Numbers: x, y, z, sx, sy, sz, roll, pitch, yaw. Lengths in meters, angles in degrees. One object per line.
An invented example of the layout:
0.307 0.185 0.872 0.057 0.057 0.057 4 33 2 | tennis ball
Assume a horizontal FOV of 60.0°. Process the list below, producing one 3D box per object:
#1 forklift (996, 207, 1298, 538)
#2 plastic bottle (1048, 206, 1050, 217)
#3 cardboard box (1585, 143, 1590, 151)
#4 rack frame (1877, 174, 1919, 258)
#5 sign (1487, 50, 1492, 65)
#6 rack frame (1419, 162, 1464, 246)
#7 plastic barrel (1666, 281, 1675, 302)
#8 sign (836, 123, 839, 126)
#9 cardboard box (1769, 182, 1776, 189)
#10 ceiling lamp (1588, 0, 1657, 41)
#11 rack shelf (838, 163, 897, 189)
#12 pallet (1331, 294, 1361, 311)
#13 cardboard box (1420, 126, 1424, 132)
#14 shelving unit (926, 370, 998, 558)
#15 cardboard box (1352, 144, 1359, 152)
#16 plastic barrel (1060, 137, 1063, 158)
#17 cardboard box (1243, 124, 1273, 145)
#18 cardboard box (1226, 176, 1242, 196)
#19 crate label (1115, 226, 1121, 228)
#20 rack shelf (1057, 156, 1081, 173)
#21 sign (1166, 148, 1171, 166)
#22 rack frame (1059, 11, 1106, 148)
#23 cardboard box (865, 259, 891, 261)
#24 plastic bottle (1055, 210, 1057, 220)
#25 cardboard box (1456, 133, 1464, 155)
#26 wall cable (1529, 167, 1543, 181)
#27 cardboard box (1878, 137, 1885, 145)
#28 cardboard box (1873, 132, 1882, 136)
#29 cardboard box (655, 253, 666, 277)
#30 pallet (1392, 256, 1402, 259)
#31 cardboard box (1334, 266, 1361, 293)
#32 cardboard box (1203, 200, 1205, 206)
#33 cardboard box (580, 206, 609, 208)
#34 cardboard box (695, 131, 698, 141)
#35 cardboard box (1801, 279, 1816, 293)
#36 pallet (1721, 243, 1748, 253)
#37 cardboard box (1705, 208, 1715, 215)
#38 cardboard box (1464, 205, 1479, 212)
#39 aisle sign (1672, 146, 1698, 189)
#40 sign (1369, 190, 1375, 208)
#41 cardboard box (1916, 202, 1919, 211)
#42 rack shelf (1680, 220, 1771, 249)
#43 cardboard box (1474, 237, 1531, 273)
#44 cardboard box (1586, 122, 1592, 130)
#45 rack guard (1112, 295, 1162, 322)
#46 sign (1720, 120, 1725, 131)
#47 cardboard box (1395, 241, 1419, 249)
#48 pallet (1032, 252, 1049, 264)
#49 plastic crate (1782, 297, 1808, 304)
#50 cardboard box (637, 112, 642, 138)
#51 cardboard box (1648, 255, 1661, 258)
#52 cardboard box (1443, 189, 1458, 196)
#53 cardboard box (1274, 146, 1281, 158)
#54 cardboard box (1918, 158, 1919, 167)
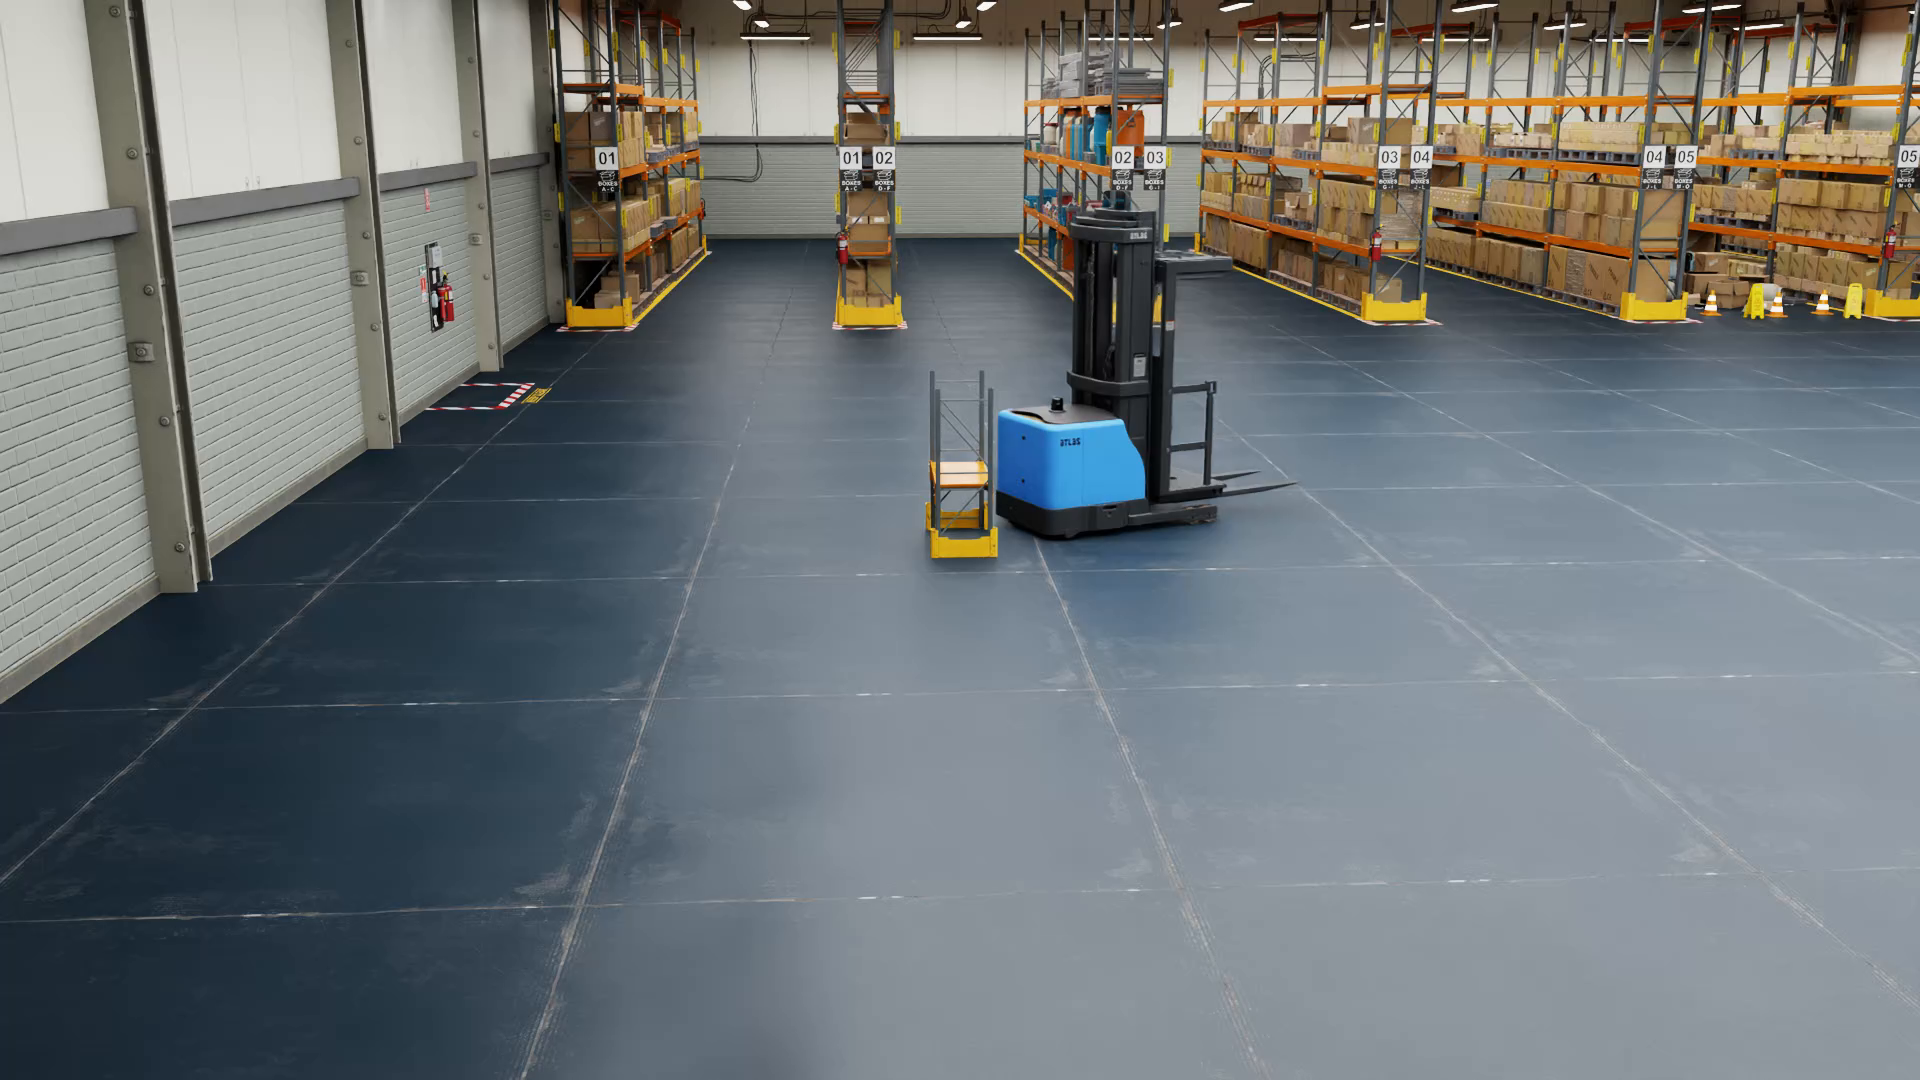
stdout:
1.888 -1.674 15.876 3.031 2.935 1.130 -8 16 -27 | forklift
2.240 -8.056 40.790 0.152 0.276 0.135 -1 14 -3 | plastic bottle
12.679 -7.834 33.117 0.380 0.149 0.250 -1 14 -3 | cardboard box
22.556 -7.837 39.690 1.000 3.000 0.127 -1 14 -3 | rack frame
12.126 -11.043 38.079 0.100 0.325 0.005 -1 14 -3 | sign
12.420 -8.653 42.861 1.000 3.000 0.127 -1 14 -3 | rack frame
14.517 -5.157 34.444 0.512 0.421 0.421 10 18 35 | plastic barrel
-2.470 -8.305 33.818 0.100 0.325 0.005 -1 14 -3 | sign
18.003 -7.866 36.860 0.380 0.149 0.250 0 14 0 | cardboard box
19.570 -16.190 48.399 2.000 3.185 0.800 -1 14 -3 | ceiling lamp
-1.805 -7.067 32.120 1.077 0.370 4.000 -1 14 -3 | rack shelf
8.114 -4.791 33.446 1.003 0.211 1.213 -1 14 -3 | pallet
12.101 -10.607 42.935 0.380 0.149 0.250 -1 14 -2 | cardboard box
0.005 -0.707 14.989 0.587 1.500 1.083 -1 14 -3 | shelving unit
7.804 -7.578 32.165 0.380 0.149 0.250 -2 15 -6 | cardboard box
2.481 -8.955 37.791 0.421 0.512 0.421 0 14 0 | plastic barrel
7.509 -10.162 41.662 0.700 0.500 0.500 -1 14 -2 | cardboard box
7.168 -9.146 42.977 0.500 0.500 0.500 0 14 -2 | cardboard box
2.879 -6.011 32.523 0.502 0.435 0.616 -1 14 -3 | crate label
2.891 -8.137 36.280 1.077 0.370 4.000 -1 14 -3 | rack shelf
3.812 -7.005 30.418 0.100 0.325 0.005 -1 14 -3 | sign
2.767 -10.436 37.750 1.000 3.000 0.127 -1 14 -3 | rack frame
-1.628 -5.334 33.132 0.500 0.500 0.500 -1 14 -3 | cardboard box
2.301 -7.697 39.403 0.097 0.271 0.097 0 14 0 | plastic bottle
12.308 -9.546 40.111 0.500 0.500 0.500 -1 14 -3 | cardboard box
18.148 -11.668 52.540 0.588 1.984 0.122 -1 14 -3 | wall cable
17.804 -7.632 31.775 0.380 0.149 0.250 -1 14 -2 | cardboard box
22.261 -9.768 40.078 0.380 0.149 0.250 -1 14 -5 | cardboard box
-7.024 -6.202 37.467 0.700 0.500 0.500 -1 14 -3 | cardboard box
12.264 -7.773 45.037 1.003 0.211 1.213 -1 14 -3 | pallet
7.986 -5.362 34.245 0.500 0.500 0.500 4 15 14 | cardboard box
6.925 -9.317 45.948 0.380 0.149 0.250 -1 14 -4 | cardboard box
-6.924 -6.056 31.522 0.500 0.500 0.500 -1 14 -5 | cardboard box
-7.306 -10.821 44.524 0.500 0.250 0.500 0 14 -2 | cardboard box
17.696 -5.221 34.198 0.500 0.250 0.500 -1 14 -4 | cardboard box
22.115 -8.259 46.927 1.003 0.211 1.213 -1 14 -3 | pallet
17.388 -7.549 38.233 0.380 0.149 0.250 -1 14 -3 | cardboard box
12.178 -7.855 39.423 0.380 0.149 0.250 -1 14 -3 | cardboard box
13.467 -6.915 30.887 0.394 0.787 0.004 -1 14 -3 | aisle sign
7.651 -6.327 30.864 0.100 0.325 0.005 -1 14 -3 | sign
22.384 -7.638 38.212 0.500 0.250 0.500 -1 14 -5 | cardboard box
17.726 -6.914 37.545 1.077 0.370 4.000 -1 14 -3 | rack shelf
12.615 -6.619 38.628 1.050 0.750 0.750 -1 14 -4 | cardboard box
12.679 -8.220 33.019 0.380 0.149 0.250 -1 14 -4 | cardboard box
3.211 -4.348 31.147 1.175 0.500 0.348 -1 14 -3 | rack guard
21.518 -11.694 46.908 0.100 0.325 0.005 -1 14 -3 | sign
8.427 -5.570 31.383 0.380 0.149 0.250 -1 14 -3 | cardboard box
2.435 -7.357 43.419 1.003 0.211 1.213 -1 14 -3 | pallet
17.128 -4.948 34.320 0.402 0.080 0.583 -6 16 -23 | plastic crate
-6.527 -8.120 32.523 0.500 0.500 0.500 0 14 0 | cardboard box
17.591 -7.329 41.136 0.875 0.875 0.875 -1 14 -3 | cardboard box
12.086 -8.529 40.847 0.380 0.149 0.250 0 14 -2 | cardboard box
7.486 -8.866 37.970 0.500 0.250 0.500 -1 14 -2 | cardboard box
18.401 -7.189 31.654 0.380 0.149 0.250 -1 14 -3 | cardboard box
